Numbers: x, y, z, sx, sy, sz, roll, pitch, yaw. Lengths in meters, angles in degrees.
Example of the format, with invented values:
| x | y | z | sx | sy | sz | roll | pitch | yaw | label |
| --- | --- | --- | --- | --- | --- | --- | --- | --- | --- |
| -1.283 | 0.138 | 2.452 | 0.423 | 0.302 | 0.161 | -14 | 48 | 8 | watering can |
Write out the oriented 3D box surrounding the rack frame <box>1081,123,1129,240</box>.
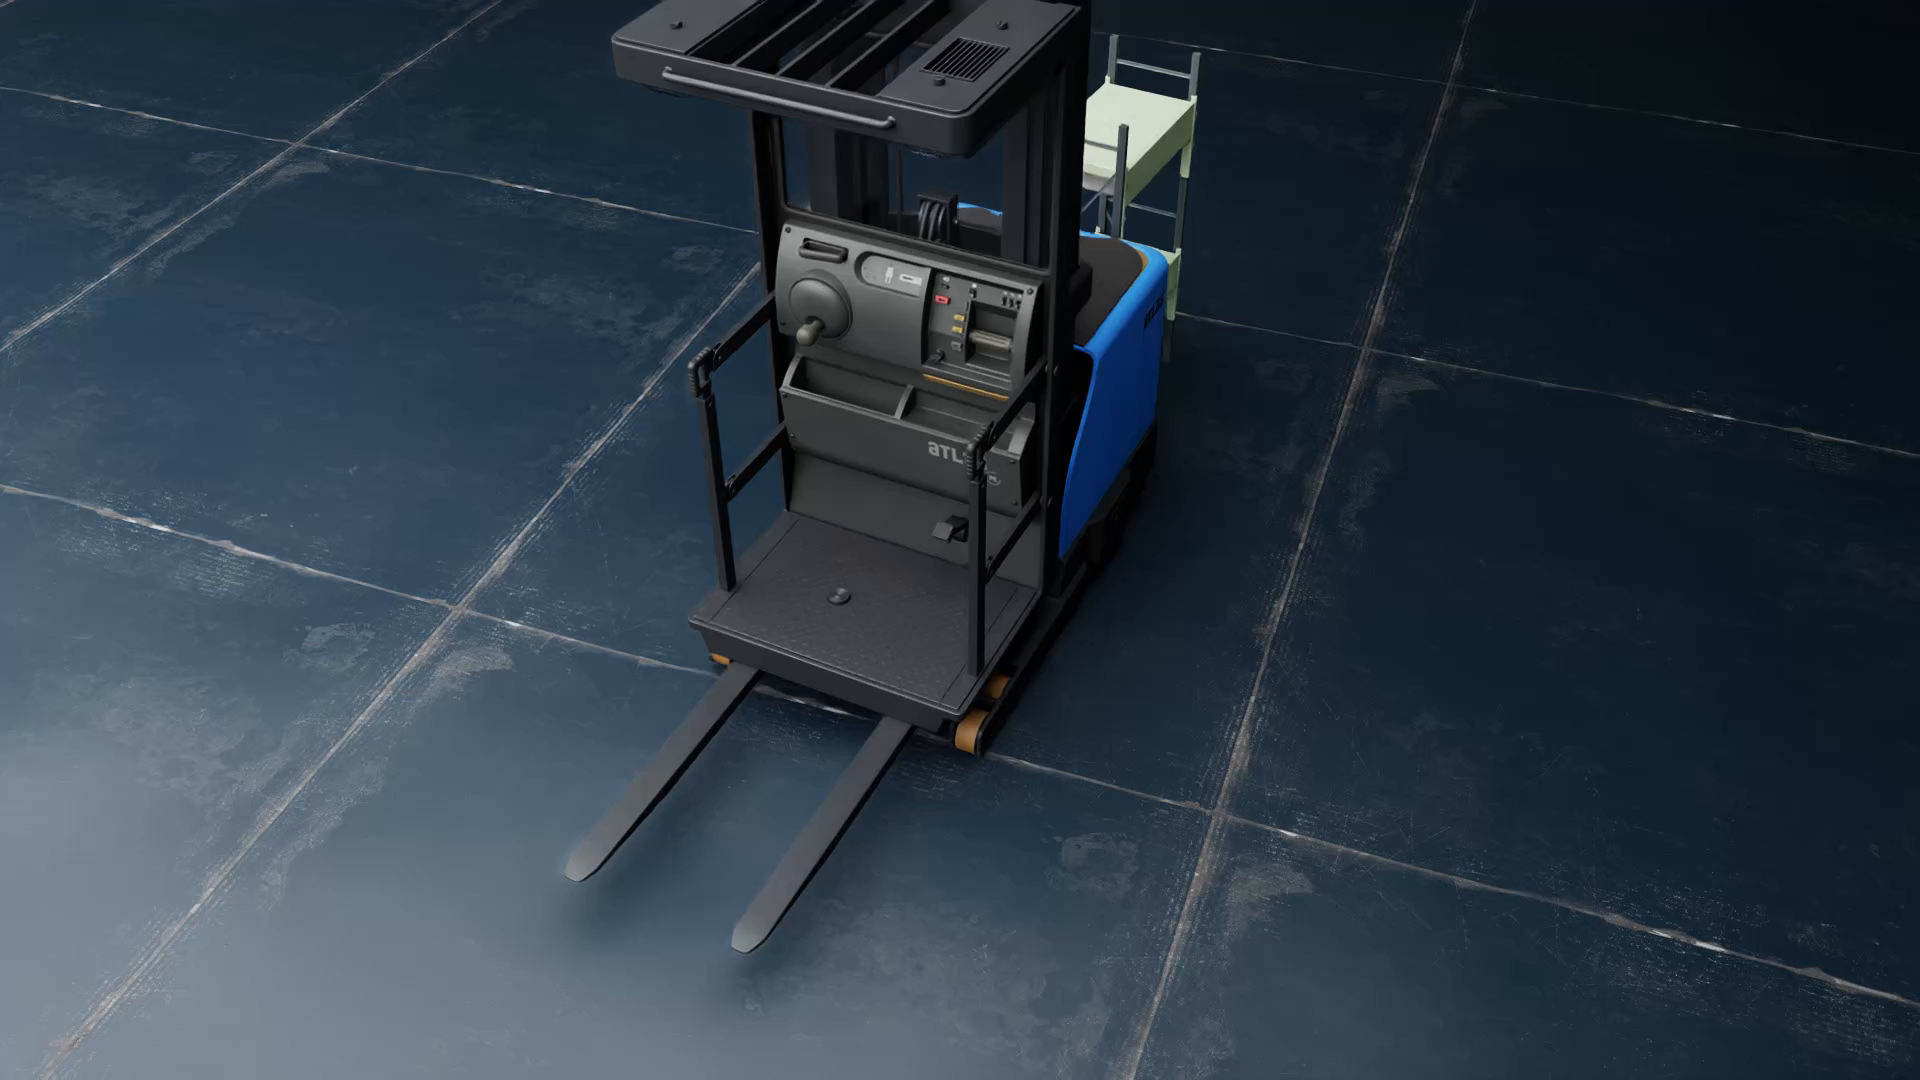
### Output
| x | y | z | sx | sy | sz | roll | pitch | yaw | label |
| --- | --- | --- | --- | --- | --- | --- | --- | --- | --- |
| 0.454 | -1.044 | 6.811 | 0.400 | 1.500 | 0.023 | 19 | 44 | 21 | rack frame |

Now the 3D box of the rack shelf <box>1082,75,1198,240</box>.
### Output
| x | y | z | sx | sy | sz | roll | pitch | yaw | label |
| --- | --- | --- | --- | --- | --- | --- | --- | --- | --- |
| 0.628 | -1.550 | 6.806 | 0.431 | 0.370 | 0.720 | 19 | 44 | 21 | rack shelf |

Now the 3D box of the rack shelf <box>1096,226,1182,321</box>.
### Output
| x | y | z | sx | sy | sz | roll | pitch | yaw | label |
| --- | --- | --- | --- | --- | --- | --- | --- | --- | --- |
| 0.626 | -1.002 | 7.268 | 0.431 | 0.370 | 0.720 | 19 | 44 | 21 | rack shelf |

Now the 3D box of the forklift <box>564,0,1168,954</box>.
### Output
| x | y | z | sx | sy | sz | roll | pitch | yaw | label |
| --- | --- | --- | --- | --- | --- | --- | --- | --- | --- |
| -0.277 | -0.689 | 5.300 | 1.130 | 2.935 | 3.031 | 17 | 43 | 19 | forklift |

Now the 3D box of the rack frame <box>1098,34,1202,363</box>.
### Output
| x | y | z | sx | sy | sz | roll | pitch | yaw | label |
| --- | --- | --- | --- | --- | --- | --- | --- | --- | --- |
| 0.800 | -1.459 | 7.304 | 0.400 | 1.500 | 0.023 | 19 | 44 | 21 | rack frame |

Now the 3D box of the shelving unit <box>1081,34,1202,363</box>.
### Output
| x | y | z | sx | sy | sz | roll | pitch | yaw | label |
| --- | --- | --- | --- | --- | --- | --- | --- | --- | --- |
| 0.627 | -1.252 | 7.057 | 0.431 | 1.500 | 0.755 | 19 | 44 | 21 | shelving unit |
